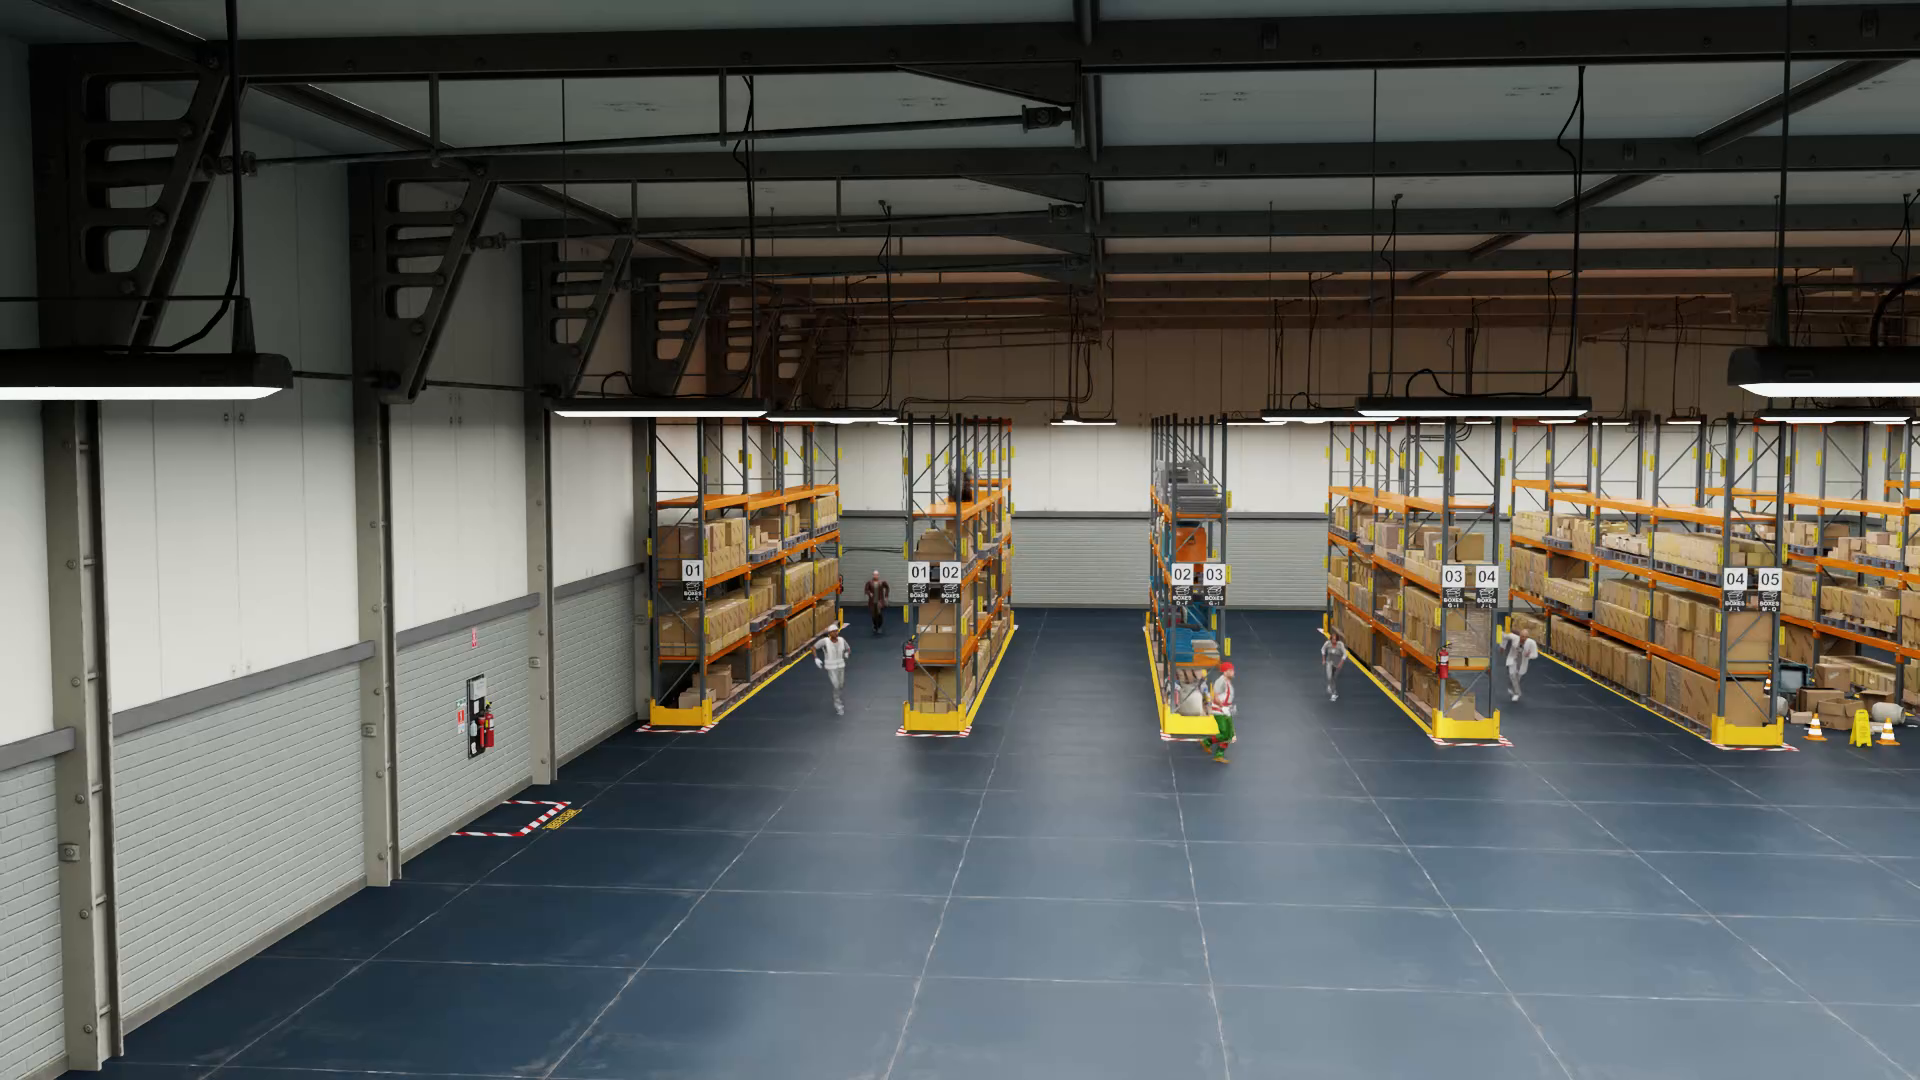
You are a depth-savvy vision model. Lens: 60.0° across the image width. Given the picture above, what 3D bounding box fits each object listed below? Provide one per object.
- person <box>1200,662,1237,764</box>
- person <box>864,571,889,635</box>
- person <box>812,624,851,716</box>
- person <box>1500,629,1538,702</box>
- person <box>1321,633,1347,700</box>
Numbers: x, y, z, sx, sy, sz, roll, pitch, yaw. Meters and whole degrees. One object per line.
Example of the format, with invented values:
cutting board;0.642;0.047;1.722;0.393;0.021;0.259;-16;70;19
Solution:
person;4.419;2.947;28.520;0.629;1.736;0.652;2;4;29
person;-2.322;1.742;46.102;0.666;1.780;0.848;0;4;5
person;-2.546;2.604;33.340;0.786;1.844;0.719;-2;4;-29
person;11.771;2.613;35.079;0.681;1.565;1.235;1;4;10
person;7.934;2.648;35.267;0.534;1.454;0.965;1;4;12
